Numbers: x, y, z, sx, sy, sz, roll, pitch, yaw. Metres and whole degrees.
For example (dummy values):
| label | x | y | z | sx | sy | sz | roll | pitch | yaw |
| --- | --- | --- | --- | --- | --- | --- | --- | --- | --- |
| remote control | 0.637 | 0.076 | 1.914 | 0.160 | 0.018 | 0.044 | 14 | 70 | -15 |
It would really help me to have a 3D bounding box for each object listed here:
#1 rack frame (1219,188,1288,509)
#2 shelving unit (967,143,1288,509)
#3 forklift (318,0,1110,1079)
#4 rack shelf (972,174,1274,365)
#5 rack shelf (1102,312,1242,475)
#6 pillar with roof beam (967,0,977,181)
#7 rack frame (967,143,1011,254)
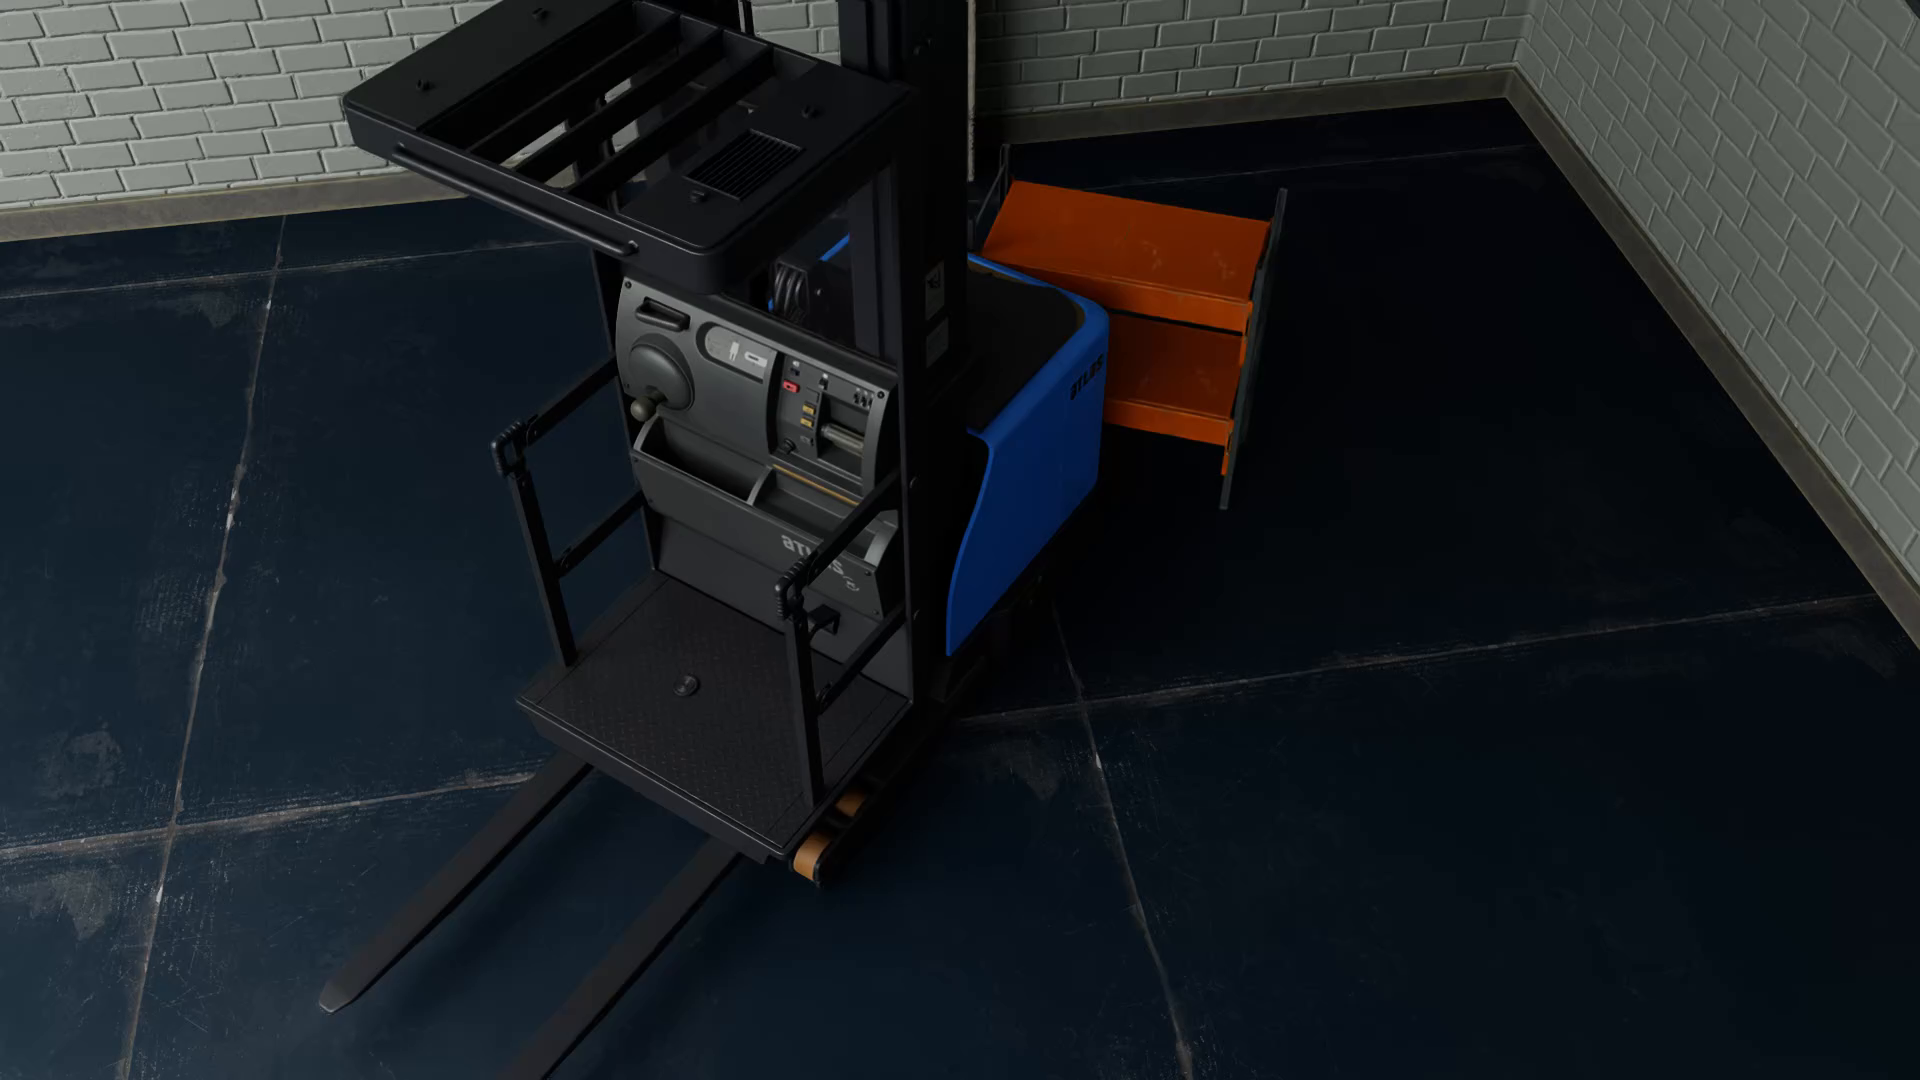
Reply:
| label | x | y | z | sx | sy | sz | roll | pitch | yaw |
| --- | --- | --- | --- | --- | --- | --- | --- | --- | --- |
| rack frame | 1.077 | -0.683 | 6.127 | 0.032 | 1.125 | 0.500 | 12 | 47 | 11 |
| shelving unit | 0.590 | -0.786 | 6.226 | 1.048 | 1.125 | 0.538 | 12 | 47 | 11 |
| forklift | -0.708 | -0.343 | 4.545 | 1.130 | 2.935 | 3.031 | 25 | 51 | 22 |
| rack shelf | 0.590 | -0.989 | 6.015 | 1.000 | 0.278 | 0.538 | 12 | 47 | 11 |
| rack shelf | 0.590 | -0.616 | 6.402 | 1.000 | 0.278 | 0.538 | 12 | 47 | 11 |
| pillar with roof beam | 0.585 | -1.859 | 1.792 | 0.400 | 9.000 | 9.100 | -7 | 46 | -7 |
| rack frame | 0.102 | -0.888 | 6.325 | 0.032 | 1.125 | 0.500 | 12 | 47 | 11 |
